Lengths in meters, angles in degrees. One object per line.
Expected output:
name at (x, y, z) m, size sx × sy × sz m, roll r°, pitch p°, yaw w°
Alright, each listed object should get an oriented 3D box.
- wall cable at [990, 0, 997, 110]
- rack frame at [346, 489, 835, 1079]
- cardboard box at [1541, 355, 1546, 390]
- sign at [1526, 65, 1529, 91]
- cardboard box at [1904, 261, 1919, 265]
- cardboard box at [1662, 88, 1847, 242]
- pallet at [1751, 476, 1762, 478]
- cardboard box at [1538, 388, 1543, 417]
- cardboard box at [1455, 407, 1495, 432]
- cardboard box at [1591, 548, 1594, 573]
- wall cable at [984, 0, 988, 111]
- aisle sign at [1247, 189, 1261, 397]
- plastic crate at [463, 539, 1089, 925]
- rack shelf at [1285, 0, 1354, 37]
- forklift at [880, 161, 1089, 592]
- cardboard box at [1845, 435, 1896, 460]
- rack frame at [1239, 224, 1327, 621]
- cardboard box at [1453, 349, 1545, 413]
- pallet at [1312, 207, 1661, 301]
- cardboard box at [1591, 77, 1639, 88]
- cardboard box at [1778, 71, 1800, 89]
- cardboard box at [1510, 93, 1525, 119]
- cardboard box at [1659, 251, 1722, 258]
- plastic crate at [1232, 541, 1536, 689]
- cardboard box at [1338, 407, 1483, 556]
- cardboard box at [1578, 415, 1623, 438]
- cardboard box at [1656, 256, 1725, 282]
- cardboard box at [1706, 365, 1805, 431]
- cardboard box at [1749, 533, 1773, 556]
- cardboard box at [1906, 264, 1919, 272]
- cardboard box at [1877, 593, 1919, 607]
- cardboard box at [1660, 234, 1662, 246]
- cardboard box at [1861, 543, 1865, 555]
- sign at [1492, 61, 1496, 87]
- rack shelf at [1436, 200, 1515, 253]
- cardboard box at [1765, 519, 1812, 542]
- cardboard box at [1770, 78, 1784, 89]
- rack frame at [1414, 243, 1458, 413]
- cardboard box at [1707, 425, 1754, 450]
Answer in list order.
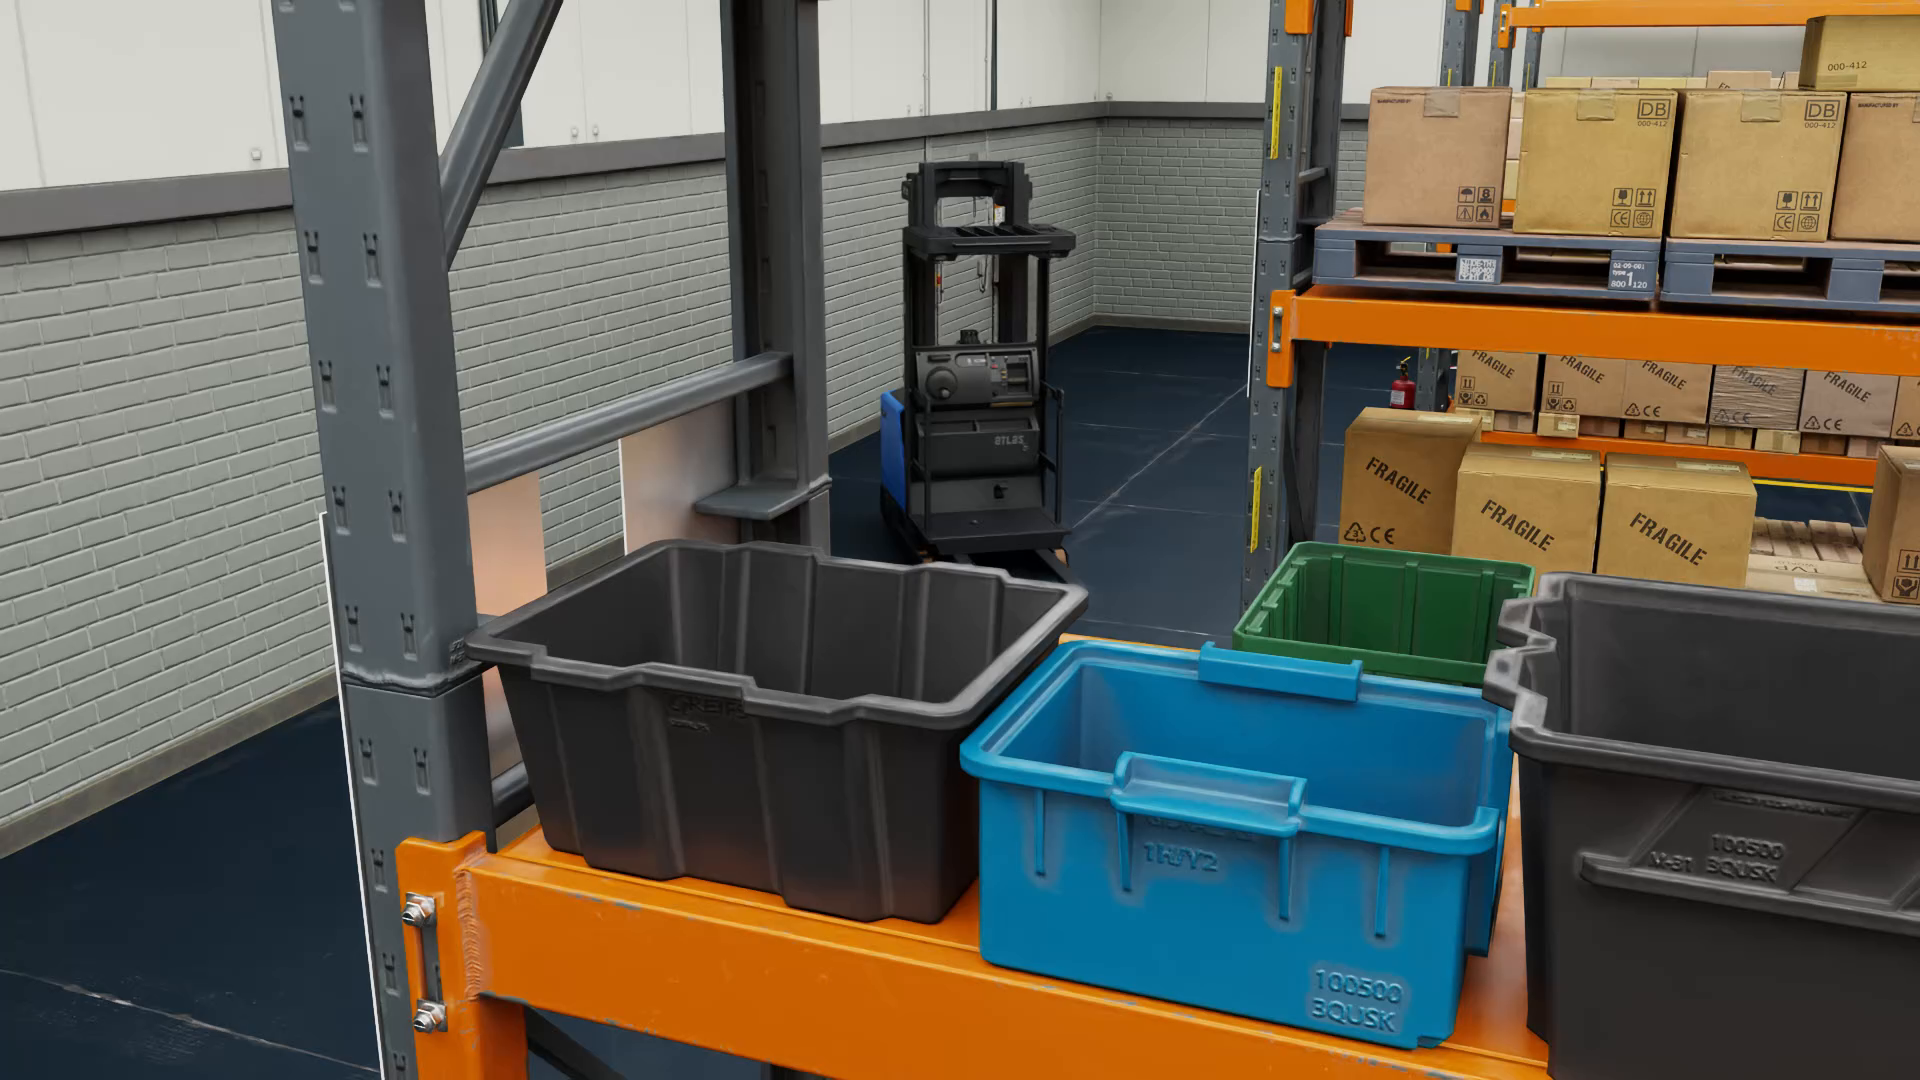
wall cable at (0.944, -6.698, 20.039) m, size 0.133 × 3.039 × 2.988 m, roll 6°, pitch 17°, yaw 21°
rack frame at (-0.450, 1.478, 2.703) m, size 0.127 × 3.000 × 1.000 m, roll 6°, pitch 17°, yaw 21°
cardboard box at (3.793, -1.295, 11.540) m, size 0.500 × 0.500 × 0.500 m, roll 7°, pitch 17°, yaw 22°
sign at (6.622, -5.384, 19.392) m, size 0.005 × 0.325 × 0.100 m, roll 6°, pitch 17°, yaw 21°
cardboard box at (6.184, -1.503, 10.465) m, size 0.500 × 0.500 × 0.500 m, roll 6°, pitch 17°, yaw 19°
cardboard box at (2.848, -1.377, 6.043) m, size 0.500 × 0.500 × 0.700 m, roll 5°, pitch 17°, yaw 17°
pallet at (6.907, -0.851, 15.727) m, size 1.213 × 0.211 × 1.003 m, roll 6°, pitch 17°, yaw 21°
cardboard box at (4.144, -0.945, 11.500) m, size 0.250 × 0.149 × 0.380 m, roll 6°, pitch 17°, yaw 20°
cardboard box at (3.462, -0.844, 11.152) m, size 0.250 × 0.149 × 0.380 m, roll 6°, pitch 17°, yaw 20°
cardboard box at (2.387, 0.155, 6.995) m, size 0.500 × 0.250 × 0.500 m, roll 6°, pitch 17°, yaw 20°
wall cable at (-0.113, -5.962, 17.569) m, size 0.029 × 3.000 × 2.355 m, roll 6°, pitch 17°, yaw 21°
aisle sign at (1.190, -0.985, 6.523) m, size 0.004 × 0.787 × 0.394 m, roll 6°, pitch 17°, yaw 21°
plastic crate at (-0.194, 0.212, 1.919) m, size 0.590 × 0.269 × 0.497 m, roll 6°, pitch 17°, yaw 21°
rack shelf at (3.228, -1.946, 5.743) m, size 4.000 × 0.370 × 1.077 m, roll 6°, pitch 17°, yaw 21°
forklift at (0.183, -1.230, 12.153) m, size 1.130 × 2.935 × 3.031 m, roll -4°, pitch 17°, yaw -13°
cardboard box at (5.650, -0.615, 10.364) m, size 0.250 × 0.149 × 0.380 m, roll 5°, pitch 17°, yaw 18°
rack frame at (1.367, 0.193, 7.128) m, size 0.127 × 3.000 × 1.000 m, roll 6°, pitch 17°, yaw 21°
cardboard box at (3.597, -1.156, 11.063) m, size 0.500 × 0.500 × 0.500 m, roll 7°, pitch 18°, yaw 23°
pallet at (2.061, -1.132, 6.470) m, size 1.213 × 0.211 × 1.003 m, roll 6°, pitch 17°, yaw 21°
cardboard box at (7.608, -5.249, 19.332) m, size 0.500 × 0.250 × 0.500 m, roll 6°, pitch 17°, yaw 20°
cardboard box at (7.458, -3.837, 14.513) m, size 0.637 × 0.503 × 0.797 m, roll 8°, pitch 18°, yaw 25°
cardboard box at (3.499, -2.791, 10.684) m, size 0.250 × 0.149 × 0.380 m, roll 6°, pitch 17°, yaw 20°
cardboard box at (4.756, -1.669, 11.036) m, size 0.500 × 0.500 × 0.500 m, roll 7°, pitch 18°, yaw 23°
plastic crate at (0.572, 0.166, 2.222) m, size 0.336 × 0.188 × 0.450 m, roll 6°, pitch 17°, yaw 21°
cardboard box at (1.917, -0.256, 7.066) m, size 0.500 × 0.500 × 0.500 m, roll 7°, pitch 17°, yaw 21°
cardboard box at (4.236, -0.796, 10.987) m, size 0.250 × 0.149 × 0.380 m, roll 7°, pitch 18°, yaw 23°
cardboard box at (4.549, -1.530, 10.558) m, size 0.500 × 0.500 × 0.500 m, roll 6°, pitch 17°, yaw 19°
cardboard box at (5.032, -1.004, 10.539) m, size 0.500 × 0.500 × 0.500 m, roll 6°, pitch 17°, yaw 19°
cardboard box at (5.144, 0.071, 10.842) m, size 0.250 × 0.149 × 0.380 m, roll 6°, pitch 17°, yaw 21°
cardboard box at (5.983, -1.374, 10.021) m, size 0.500 × 0.500 × 0.500 m, roll 6°, pitch 17°, yaw 19°
cardboard box at (3.802, 0.312, 6.455) m, size 0.500 × 0.250 × 0.500 m, roll 7°, pitch 17°, yaw 22°
cardboard box at (6.310, -2.681, 15.054) m, size 0.500 × 0.500 × 0.500 m, roll 6°, pitch 17°, yaw 20°
cardboard box at (5.876, 0.153, 10.560) m, size 0.250 × 0.149 × 0.380 m, roll 7°, pitch 18°, yaw 22°
sign at (4.794, -4.132, 14.937) m, size 0.005 × 0.325 × 0.100 m, roll 6°, pitch 17°, yaw 21°
rack shelf at (5.141, -1.973, 10.501) m, size 4.000 × 0.370 × 1.077 m, roll 6°, pitch 17°, yaw 21°
cardboard box at (5.528, -0.012, 11.128) m, size 0.250 × 0.149 × 0.380 m, roll 6°, pitch 17°, yaw 18°
cardboard box at (9.040, -5.100, 18.819) m, size 0.500 × 0.250 × 0.500 m, roll 7°, pitch 17°, yaw 22°
rack frame at (3.281, -1.083, 11.524) m, size 0.127 × 3.000 × 1.000 m, roll 6°, pitch 17°, yaw 21°
cardboard box at (4.932, -0.698, 10.648) m, size 0.250 × 0.149 × 0.380 m, roll 7°, pitch 18°, yaw 23°
